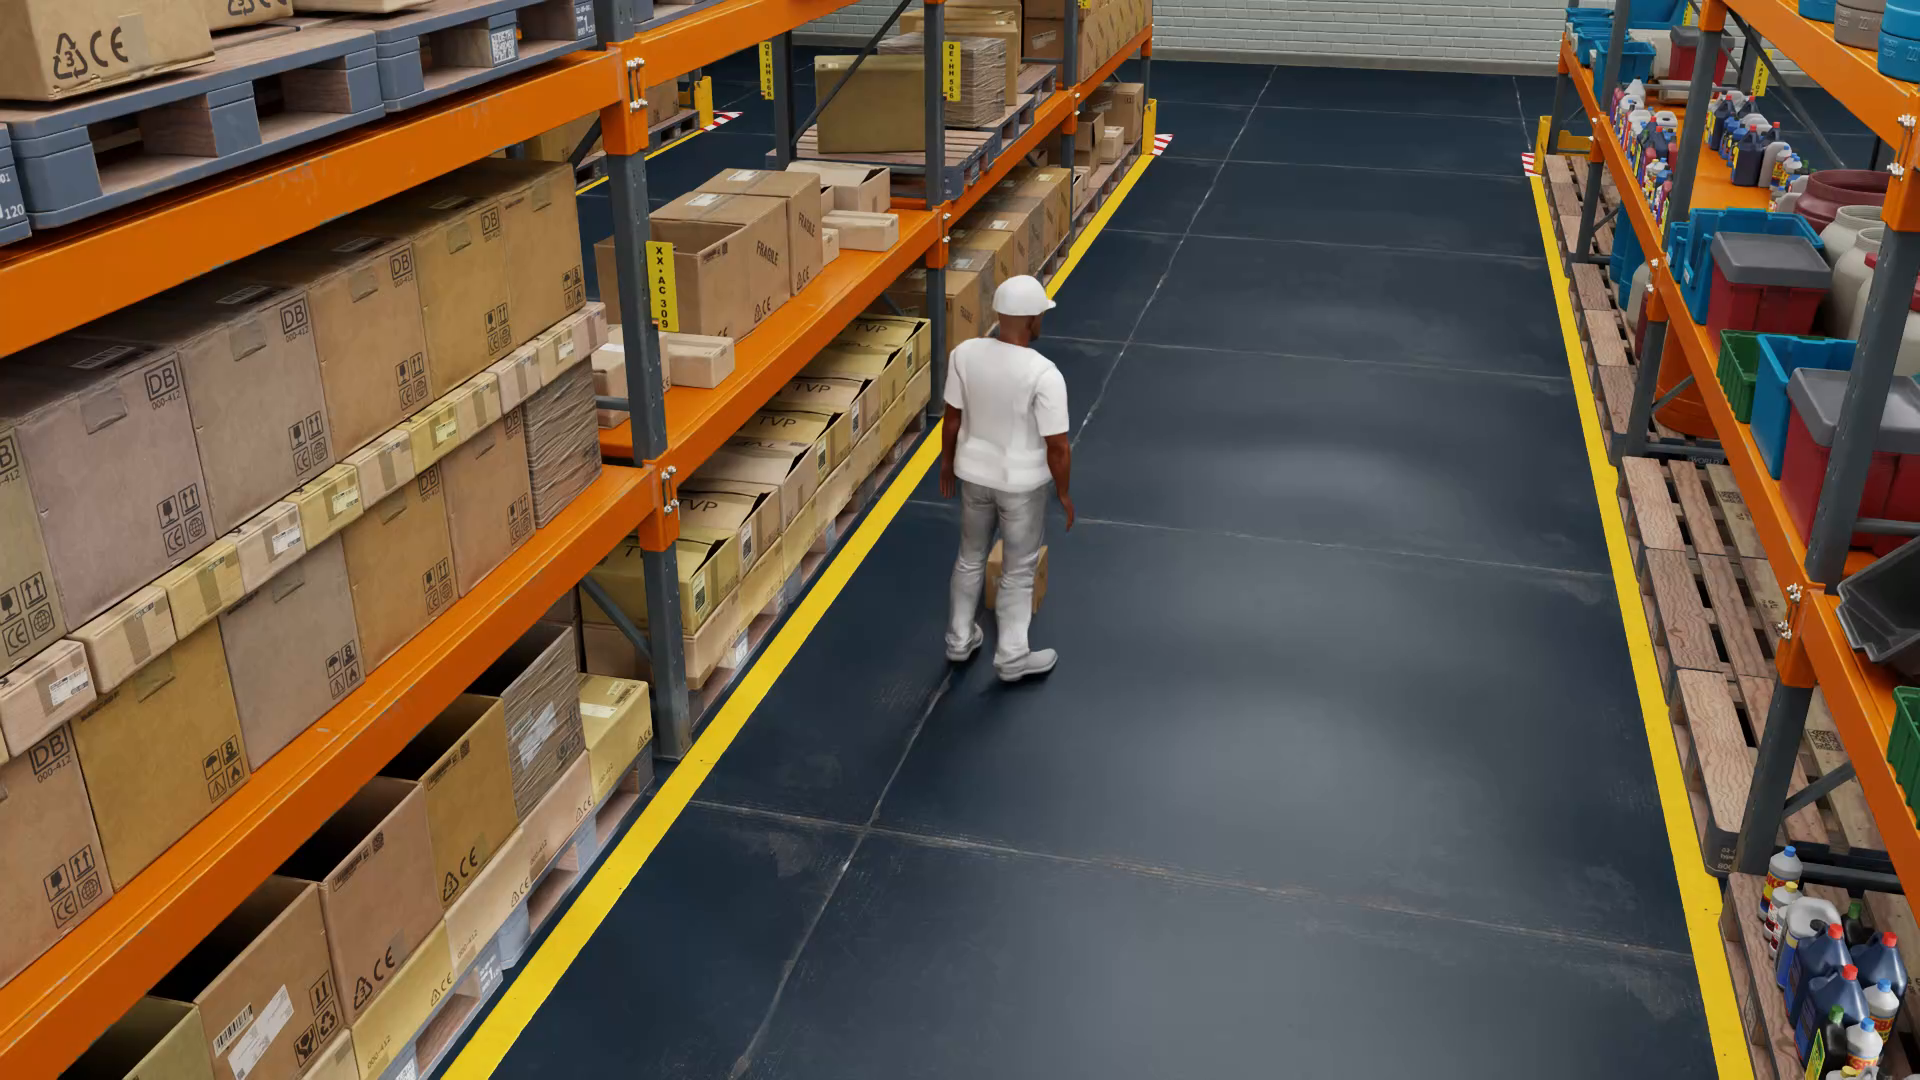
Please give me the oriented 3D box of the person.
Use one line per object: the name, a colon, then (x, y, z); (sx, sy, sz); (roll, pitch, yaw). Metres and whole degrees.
person: (0.196, -0.263, 7.074); (0.642, 1.768, 0.379); (14, 29, 27)
